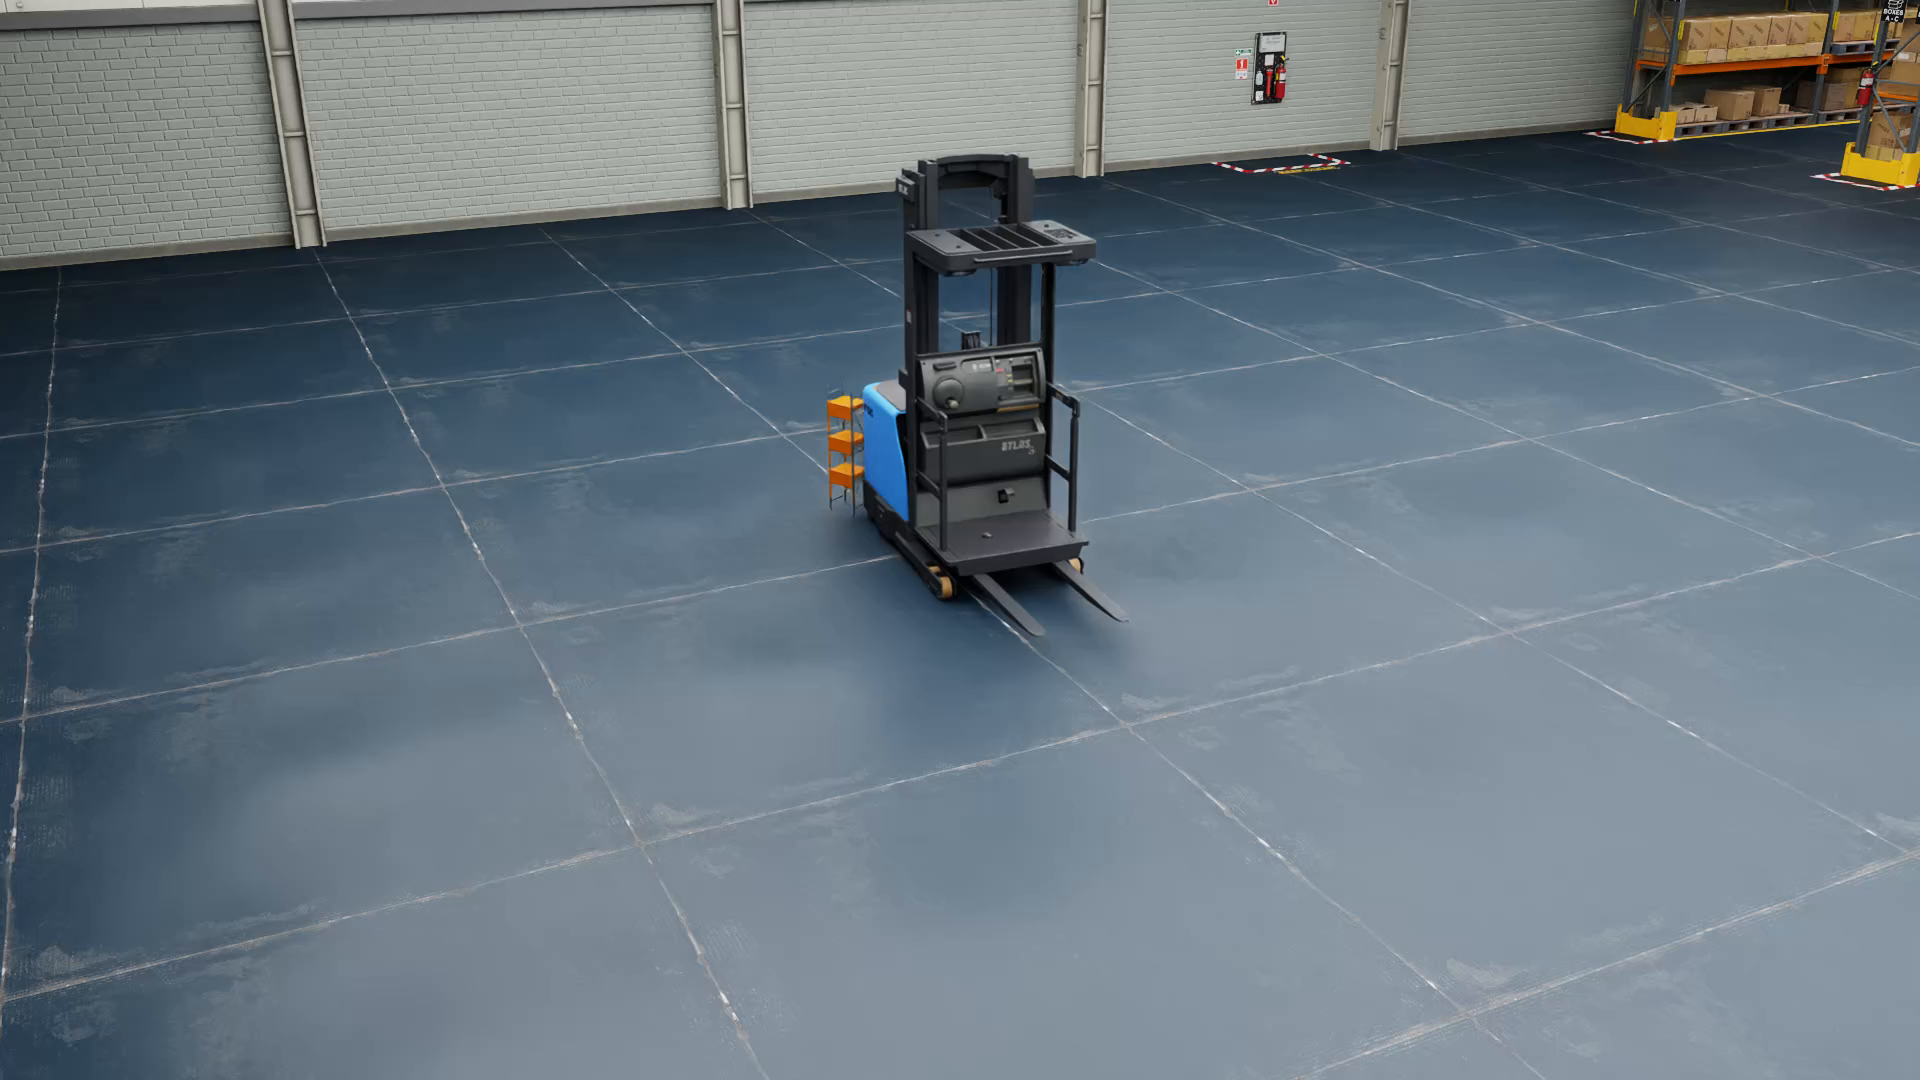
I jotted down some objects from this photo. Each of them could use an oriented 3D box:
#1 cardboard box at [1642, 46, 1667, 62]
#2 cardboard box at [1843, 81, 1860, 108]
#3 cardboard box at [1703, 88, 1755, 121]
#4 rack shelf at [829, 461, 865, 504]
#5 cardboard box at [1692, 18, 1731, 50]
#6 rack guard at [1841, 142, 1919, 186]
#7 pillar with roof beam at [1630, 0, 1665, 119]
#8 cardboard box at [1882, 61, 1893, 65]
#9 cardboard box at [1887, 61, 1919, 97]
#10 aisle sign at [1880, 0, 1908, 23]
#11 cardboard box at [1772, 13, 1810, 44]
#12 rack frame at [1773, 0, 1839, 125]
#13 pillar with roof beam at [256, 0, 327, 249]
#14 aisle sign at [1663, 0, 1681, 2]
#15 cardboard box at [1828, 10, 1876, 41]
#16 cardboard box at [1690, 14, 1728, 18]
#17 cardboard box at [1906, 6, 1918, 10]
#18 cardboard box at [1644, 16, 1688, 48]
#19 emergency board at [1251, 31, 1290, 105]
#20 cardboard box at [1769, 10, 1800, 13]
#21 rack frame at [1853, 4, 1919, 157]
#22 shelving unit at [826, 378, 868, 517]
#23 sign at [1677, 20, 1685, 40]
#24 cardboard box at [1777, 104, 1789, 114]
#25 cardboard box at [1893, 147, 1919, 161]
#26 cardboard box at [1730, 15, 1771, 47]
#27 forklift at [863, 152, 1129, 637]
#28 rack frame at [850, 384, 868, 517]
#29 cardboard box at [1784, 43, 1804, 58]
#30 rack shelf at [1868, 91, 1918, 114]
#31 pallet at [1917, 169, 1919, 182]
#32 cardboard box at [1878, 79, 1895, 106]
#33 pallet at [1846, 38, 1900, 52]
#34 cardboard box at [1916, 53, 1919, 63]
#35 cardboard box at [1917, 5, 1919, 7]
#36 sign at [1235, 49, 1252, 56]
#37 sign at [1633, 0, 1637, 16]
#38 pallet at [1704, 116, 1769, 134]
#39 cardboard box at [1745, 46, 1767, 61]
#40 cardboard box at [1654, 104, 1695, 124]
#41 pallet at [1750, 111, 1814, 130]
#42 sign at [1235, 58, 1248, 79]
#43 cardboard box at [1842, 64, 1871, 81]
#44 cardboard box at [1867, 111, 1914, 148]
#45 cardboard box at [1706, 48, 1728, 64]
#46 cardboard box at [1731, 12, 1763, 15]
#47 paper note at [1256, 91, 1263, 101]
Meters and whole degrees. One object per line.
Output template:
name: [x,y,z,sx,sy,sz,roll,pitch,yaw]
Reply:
cardboard box: [12.992,-8.993,30.723,0.500,0.250,0.500,-10,25,-23]
cardboard box: [17.359,-8.851,32.904,0.500,0.500,0.700,-11,25,-25]
cardboard box: [14.514,-8.240,31.426,0.500,0.500,0.700,-12,25,-27]
rack shelf: [-0.883,-0.461,13.242,0.240,0.259,0.215,16,27,33]
cardboard box: [13.665,-9.249,30.362,0.500,0.500,0.500,-10,25,-23]
rack guard: [14.785,-6.043,26.695,0.348,0.500,1.175,-10,25,-24]
pillar with roof beam: [14.777,-10.611,26.618,0.400,9.000,9.100,-10,25,-24]
cardboard box: [18.696,-9.420,33.297,0.500,0.250,0.500,-10,24,-23]
cardboard box: [15.233,-7.321,26.384,0.500,0.500,0.700,-10,25,-24]
aisle sign: [14.620,-8.493,25.948,0.004,0.787,0.394,-10,25,-24]
cardboard box: [15.520,-9.589,31.182,0.500,0.500,0.500,-11,25,-24]
rack frame: [16.259,-9.572,31.952,0.127,3.000,1.000,-10,25,-24]
pillar with roof beam: [-6.848,-6.630,17.001,0.400,9.000,9.100,-10,25,-24]
aisle sign: [12.720,-9.994,29.573,0.004,0.787,0.394,-10,25,-24]
cardboard box: [17.239,-9.984,32.242,0.500,0.500,0.700,-8,24,-18]
cardboard box: [13.909,-9.514,31.001,0.500,0.500,0.500,-11,25,-25]
cardboard box: [18.952,-10.302,33.009,0.500,0.500,0.700,-13,26,-29]
cardboard box: [12.987,-9.346,30.597,0.500,0.500,0.500,-11,25,-24]
emergency board: [5.261,-7.931,27.987,0.643,1.169,0.194,-10,25,-24]
cardboard box: [15.745,-9.852,31.819,0.500,0.500,0.500,-11,25,-25]
rack frame: [14.806,-7.202,26.227,0.127,3.000,1.000,-10,25,-24]
shelving unit: [-0.881,-0.727,13.131,0.252,1.050,0.215,16,27,33]
sign: [12.890,-9.121,29.732,0.005,0.325,0.100,-10,25,-24]
cardboard box: [15.790,-8.367,32.171,0.250,0.166,0.380,-14,26,-30]
cardboard box: [15.386,-6.138,26.702,0.500,0.250,0.500,-10,25,-24]
cardboard box: [14.593,-9.422,30.780,0.500,0.500,0.500,-10,24,-22]
forklift: [0.246,-1.115,11.612,1.130,2.935,3.031,-9,24,-20]
rack frame: [-0.784,-0.698,13.064,0.008,1.050,0.200,16,27,33]
cardboard box: [15.511,-9.249,31.342,0.500,0.250,0.500,-10,25,-23]
rack shelf: [16.609,-7.201,27.166,4.000,0.370,1.077,-10,25,-24]
pallet: [15.477,-6.055,27.101,1.213,0.211,1.003,-10,25,-24]
cardboard box: [18.287,-9.009,33.285,0.500,0.500,0.700,-11,25,-24]
pallet: [18.097,-9.804,32.764,1.213,0.211,1.003,-10,25,-24]
cardboard box: [15.253,-7.539,26.061,0.250,0.149,0.380,-11,25,-24]
cardboard box: [19.282,-10.659,33.023,0.250,0.149,0.380,-15,27,-32]
sign: [4.726,-8.134,27.738,0.331,0.109,0.001,-10,25,-24]
sign: [12.432,-9.784,30.537,0.005,0.325,0.100,-10,25,-24]
pallet: [14.568,-7.956,31.694,1.213,0.211,1.003,-10,25,-24]
cardboard box: [14.612,-9.077,30.925,0.500,0.250,0.500,-10,25,-23]
cardboard box: [13.317,-7.953,30.982,0.500,0.311,0.500,-14,26,-30]
pallet: [15.669,-8.160,32.187,1.213,0.211,1.003,-10,25,-24]
sign: [4.718,-7.891,27.844,0.234,0.329,0.001,-10,25,-24]
cardboard box: [17.777,-9.256,32.902,0.500,0.250,0.500,-11,25,-25]
cardboard box: [15.161,-6.663,26.991,0.500,0.500,0.500,-10,25,-24]
cardboard box: [13.694,-8.911,30.525,0.500,0.250,0.500,-11,25,-25]
cardboard box: [14.826,-9.687,31.420,0.500,0.500,0.500,-10,24,-22]
paper note: [5.071,-7.518,28.142,0.142,0.148,0.016,-10,25,-24]
